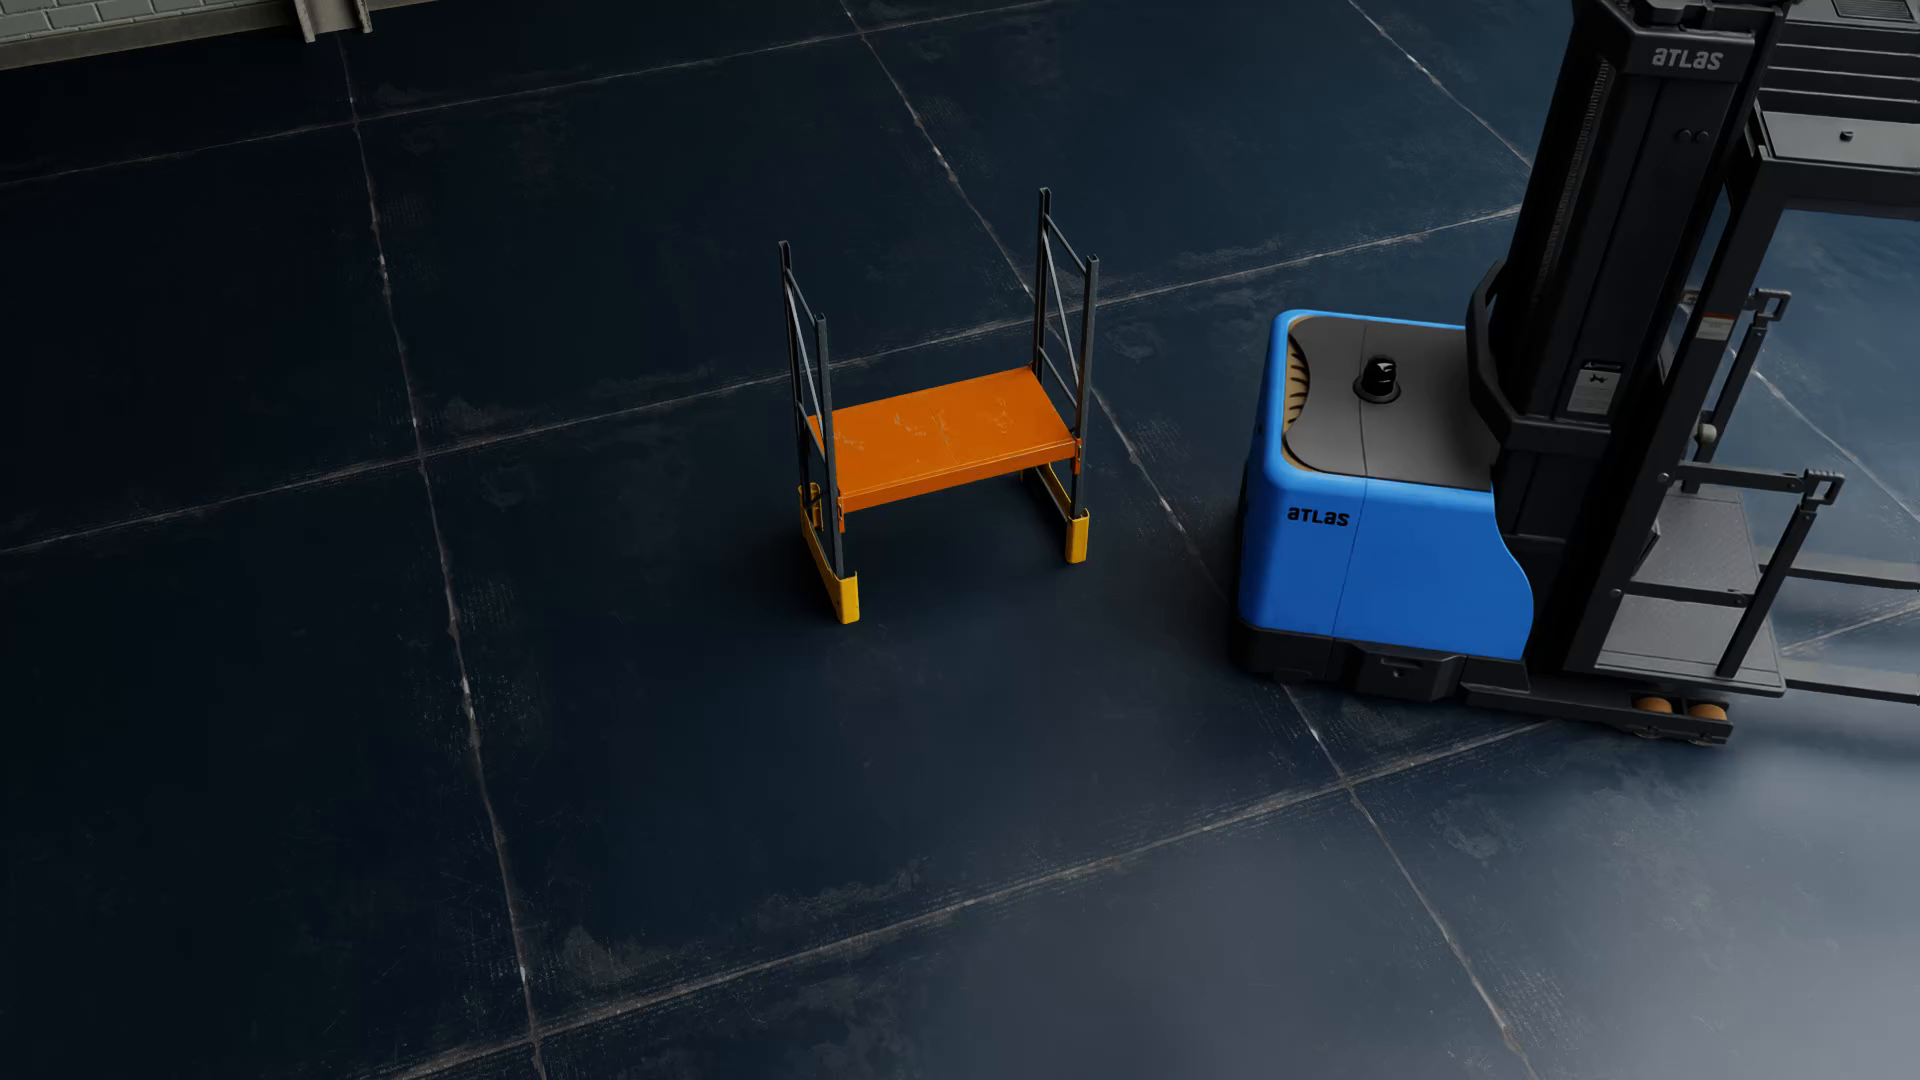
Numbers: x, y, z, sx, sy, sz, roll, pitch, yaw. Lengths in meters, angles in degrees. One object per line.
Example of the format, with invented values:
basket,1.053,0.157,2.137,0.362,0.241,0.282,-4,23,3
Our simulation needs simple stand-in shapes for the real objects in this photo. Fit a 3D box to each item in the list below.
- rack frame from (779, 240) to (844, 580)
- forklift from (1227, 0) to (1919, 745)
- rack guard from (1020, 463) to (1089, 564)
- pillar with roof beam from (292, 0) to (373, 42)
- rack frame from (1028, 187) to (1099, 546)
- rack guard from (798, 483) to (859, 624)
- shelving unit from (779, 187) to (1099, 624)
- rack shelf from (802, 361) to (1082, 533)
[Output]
rack frame,-0.558,-0.387,6.386,0.032,1.500,0.500,-14,47,-14
forklift,2.613,-0.668,5.656,3.031,2.935,1.130,7,46,7
rack guard,0.397,-0.190,7.072,0.087,0.250,0.587,-14,47,-14
pillar with roof beam,-2.364,-3.467,4.162,0.400,9.000,9.100,-14,47,-14
rack frame,0.398,-0.631,6.629,0.032,1.500,0.500,-14,47,-14
rack guard,-0.540,0.050,6.833,0.087,0.250,0.587,-14,47,-14
shelving unit,-0.072,-0.511,6.510,1.083,1.500,0.587,-14,47,-14
rack shelf,-0.080,-0.382,6.635,1.000,0.185,0.538,-14,47,-14
